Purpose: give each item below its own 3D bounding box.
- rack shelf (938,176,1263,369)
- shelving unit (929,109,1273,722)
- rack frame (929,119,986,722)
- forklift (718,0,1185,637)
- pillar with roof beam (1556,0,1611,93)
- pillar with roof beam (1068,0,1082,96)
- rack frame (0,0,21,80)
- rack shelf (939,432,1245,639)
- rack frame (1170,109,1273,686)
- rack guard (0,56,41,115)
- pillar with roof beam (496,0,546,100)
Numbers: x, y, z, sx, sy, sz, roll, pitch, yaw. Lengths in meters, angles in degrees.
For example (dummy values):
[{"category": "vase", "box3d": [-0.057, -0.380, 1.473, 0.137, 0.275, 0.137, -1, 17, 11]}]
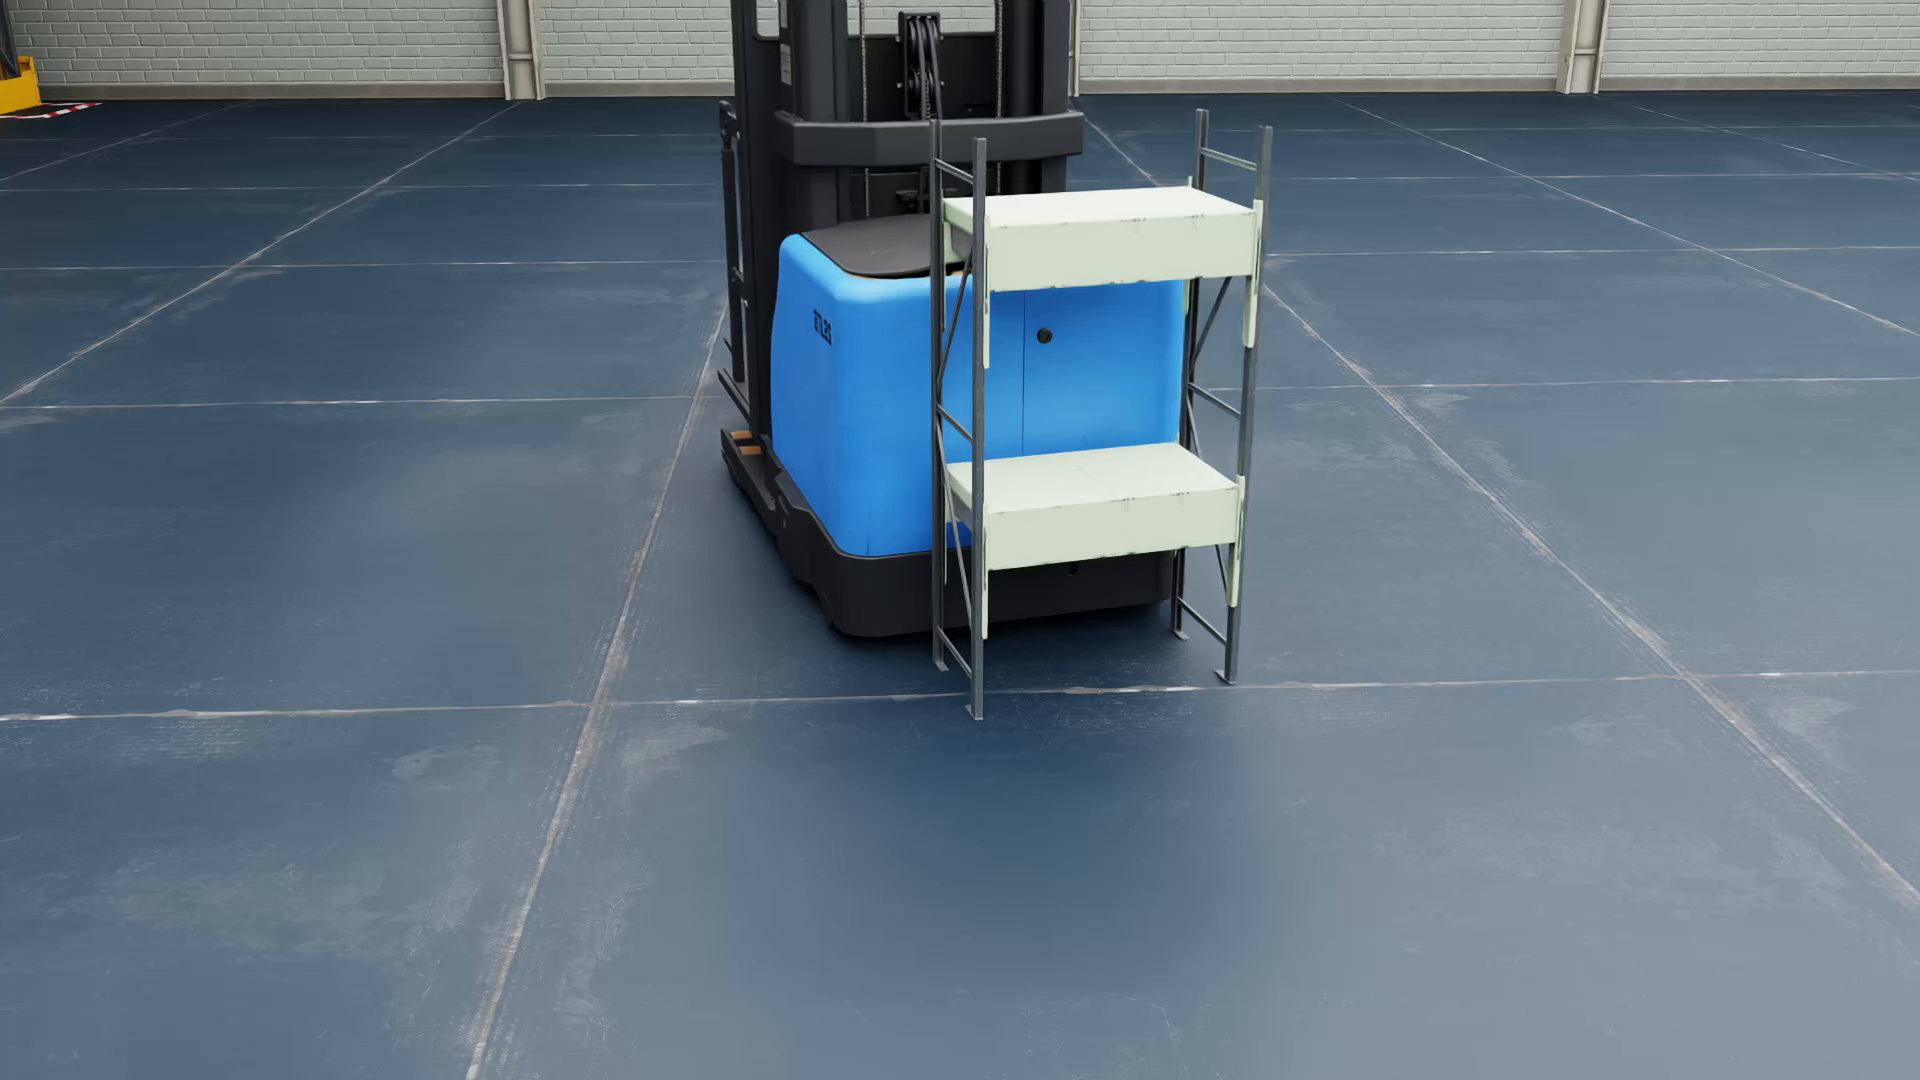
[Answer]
[{"category": "rack shelf", "box3d": [0.341, -0.694, 4.239, 0.720, 0.370, 0.431, -6, 22, -16]}, {"category": "shelving unit", "box3d": [0.341, -0.330, 4.378, 0.755, 1.500, 0.431, -6, 22, -16]}, {"category": "rack frame", "box3d": [-0.009, -0.291, 4.277, 0.023, 1.500, 0.400, -6, 22, -16]}, {"category": "forklift", "box3d": [-0.268, -1.587, 5.670, 1.130, 2.935, 3.031, -6, 22, -16]}, {"category": "pillar with roof beam", "box3d": [7.375, -7.859, 13.616, 0.400, 9.000, 9.100, -1, 21, -3]}, {"category": "pillar with roof beam", "box3d": [1.384, -7.737, 13.296, 0.400, 9.000, 9.100, -1, 21, -3]}, {"category": "rack frame", "box3d": [-10.095, -5.913, 16.936, 0.127, 3.000, 1.000, -1, 21, -3]}, {"category": "rack shelf", "box3d": [0.341, -0.025, 4.494, 0.720, 0.370, 0.431, -6, 22, -16]}, {"category": "rack frame", "box3d": [0.691, -0.368, 4.479, 0.023, 1.500, 0.400, -6, 22, -16]}, {"category": "rack guard", "box3d": [-10.071, -4.745, 17.382, 0.348, 0.500, 1.175, -1, 21, -3]}, {"category": "pillar with roof beam", "box3d": [-4.606, -7.615, 12.975, 0.400, 9.000, 9.100, -1, 21, -3]}]
